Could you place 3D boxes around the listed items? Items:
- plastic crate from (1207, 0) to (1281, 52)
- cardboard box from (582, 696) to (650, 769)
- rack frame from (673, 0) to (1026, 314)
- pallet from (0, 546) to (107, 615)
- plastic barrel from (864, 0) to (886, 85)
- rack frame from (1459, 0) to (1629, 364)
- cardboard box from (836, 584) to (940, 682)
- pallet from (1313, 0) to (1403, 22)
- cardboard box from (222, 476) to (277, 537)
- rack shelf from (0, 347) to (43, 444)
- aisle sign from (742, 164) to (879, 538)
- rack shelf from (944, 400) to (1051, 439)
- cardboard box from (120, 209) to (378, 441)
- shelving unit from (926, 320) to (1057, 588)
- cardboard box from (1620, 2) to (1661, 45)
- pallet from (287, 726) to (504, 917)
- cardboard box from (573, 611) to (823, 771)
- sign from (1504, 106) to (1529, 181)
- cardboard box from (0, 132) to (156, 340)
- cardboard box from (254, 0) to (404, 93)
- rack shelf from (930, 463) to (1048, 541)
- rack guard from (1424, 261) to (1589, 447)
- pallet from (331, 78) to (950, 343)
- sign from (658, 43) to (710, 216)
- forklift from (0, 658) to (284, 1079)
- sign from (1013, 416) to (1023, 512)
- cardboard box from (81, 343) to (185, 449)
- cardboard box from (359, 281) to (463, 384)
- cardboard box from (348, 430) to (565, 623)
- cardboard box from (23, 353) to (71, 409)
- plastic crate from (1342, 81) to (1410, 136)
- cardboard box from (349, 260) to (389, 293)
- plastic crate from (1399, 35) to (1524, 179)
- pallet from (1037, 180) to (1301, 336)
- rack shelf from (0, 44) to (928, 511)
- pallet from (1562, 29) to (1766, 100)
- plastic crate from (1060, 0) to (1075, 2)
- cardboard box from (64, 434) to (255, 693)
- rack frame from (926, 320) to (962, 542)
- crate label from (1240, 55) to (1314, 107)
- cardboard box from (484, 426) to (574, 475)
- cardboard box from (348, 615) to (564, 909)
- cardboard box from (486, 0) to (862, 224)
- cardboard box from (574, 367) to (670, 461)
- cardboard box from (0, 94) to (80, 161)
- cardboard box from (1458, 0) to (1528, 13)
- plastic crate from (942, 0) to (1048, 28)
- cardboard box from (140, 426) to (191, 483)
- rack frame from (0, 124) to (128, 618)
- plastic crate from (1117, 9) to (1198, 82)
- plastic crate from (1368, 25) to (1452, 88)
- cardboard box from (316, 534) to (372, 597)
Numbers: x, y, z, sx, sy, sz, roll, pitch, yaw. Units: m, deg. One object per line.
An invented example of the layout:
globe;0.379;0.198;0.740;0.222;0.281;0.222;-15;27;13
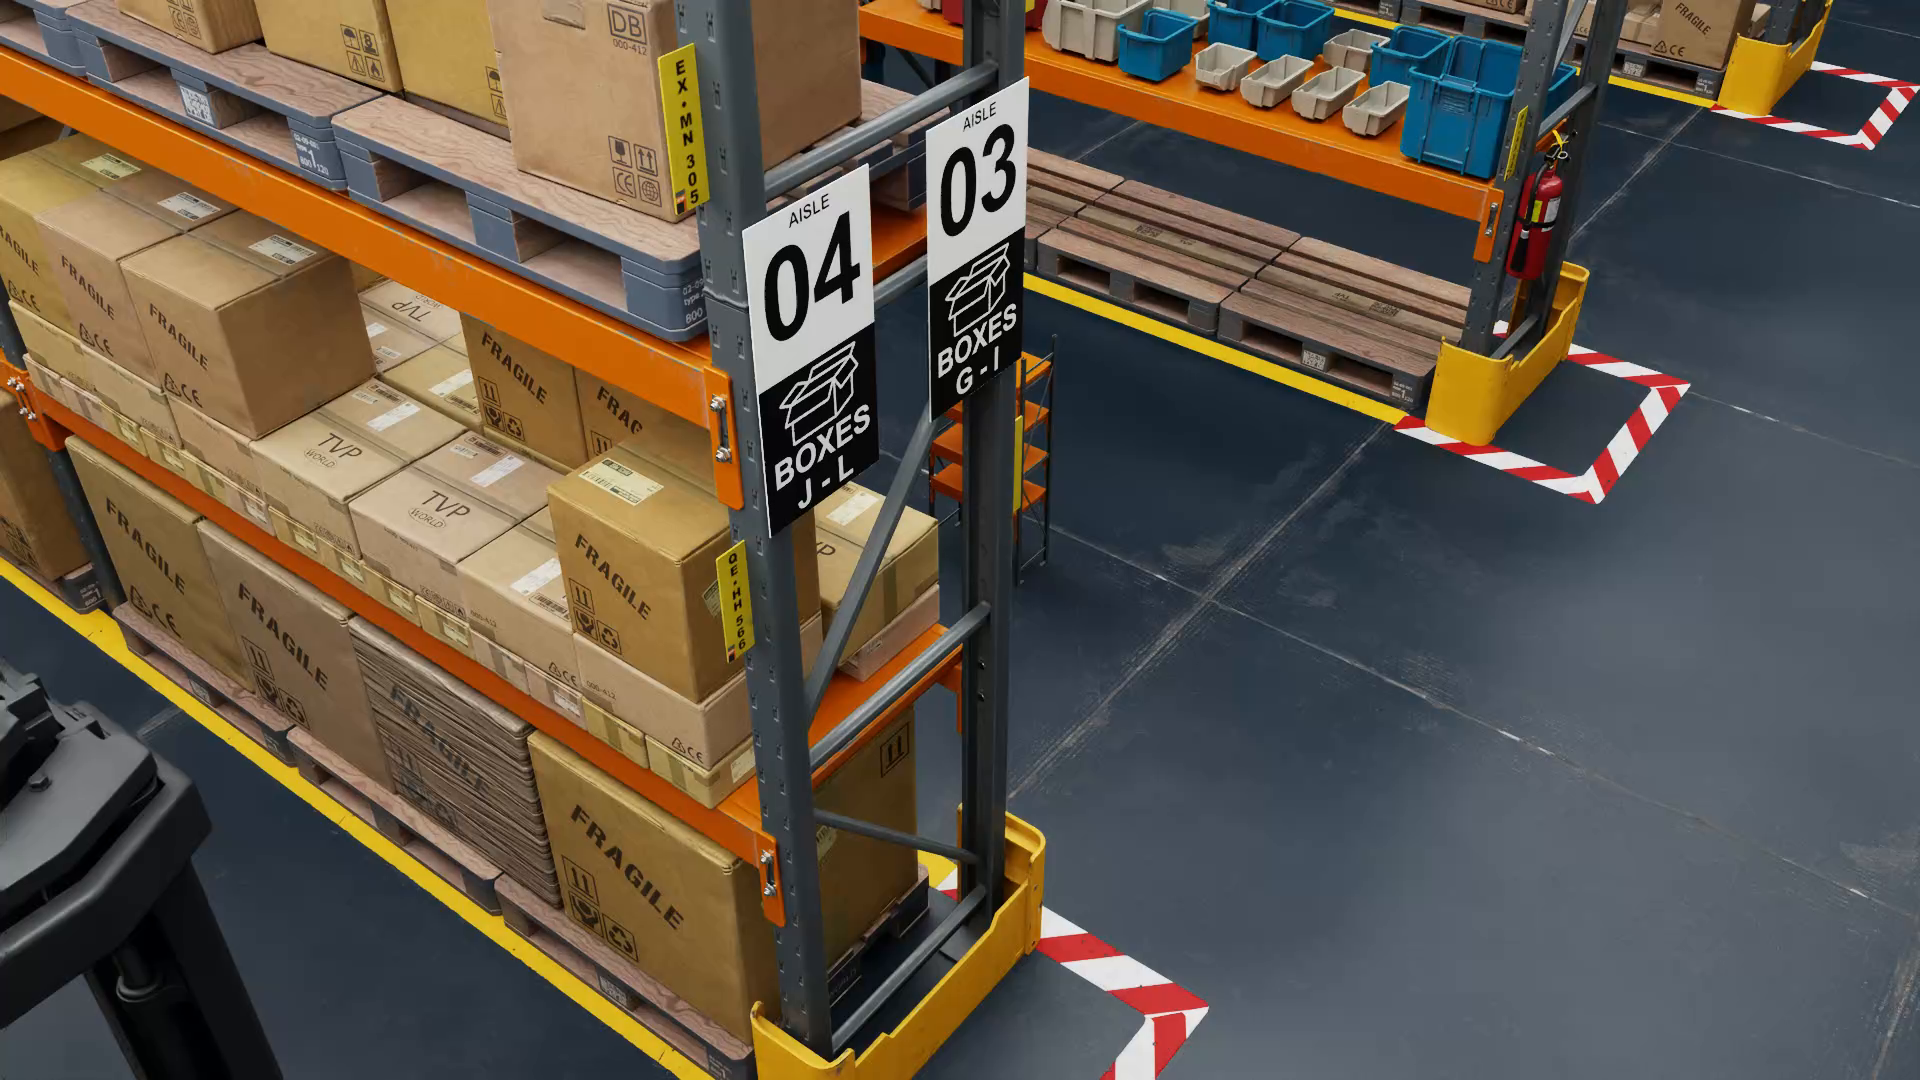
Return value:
plastic crate;1.534;-2.804;8.985;0.300;0.233;0.416;25;45;29
cardboard box;-0.885;0.468;4.922;0.250;0.149;0.380;26;45;29
rack frame;-0.195;-1.924;2.908;0.127;3.000;1.000;25;45;29
pallet;-4.031;-0.214;7.852;1.213;0.211;1.003;25;45;29
plastic barrel;-0.785;-3.036;10.557;0.708;0.901;0.600;25;45;29
rack frame;2.814;-1.987;7.855;0.127;3.000;1.000;25;45;29
cardboard box;-0.276;0.243;5.211;0.250;0.149;0.380;26;45;29
pallet;3.194;-4.553;13.395;1.213;0.211;1.003;25;45;29
cardboard box;-2.309;-0.202;5.779;0.250;0.149;0.380;26;45;29
rack shelf;-4.961;-1.526;7.849;4.000;0.370;1.077;25;45;29
aisle sign;-0.320;-0.412;3.734;0.004;0.787;0.394;25;45;29
rack shelf;0.131;-0.534;7.205;0.480;0.148;0.258;25;45;29
cardboard box;-2.344;-0.728;5.519;0.500;0.500;0.500;24;44;27
shelving unit;0.131;-0.410;7.301;0.503;1.200;0.258;25;45;29
cardboard box;4.978;-3.748;12.045;0.250;0.166;0.380;25;45;29
pallet;-1.842;0.818;6.534;1.213;0.211;1.003;25;45;29
cardboard box;-0.741;0.329;4.778;0.500;0.250;0.500;25;44;28
sign;2.493;-1.776;7.453;0.005;0.325;0.100;25;45;29
cardboard box;-3.147;-1.109;6.005;0.500;0.500;0.500;25;45;29
cardboard box;-1.454;-1.595;4.418;0.500;0.500;0.700;22;43;26
rack shelf;0.131;-0.201;7.465;0.480;0.148;0.258;25;45;29
rack guard;2.841;-1.000;8.622;0.348;0.500;1.175;25;45;29
pallet;-0.791;-0.981;4.208;1.213;0.211;1.003;25;45;29
sign;-0.536;-0.800;3.251;0.005;0.325;0.100;25;45;29
forklift;-2.119;1.392;3.594;3.031;2.935;1.130;24;44;28
sign;0.147;-0.203;4.810;0.005;0.325;0.100;25;45;29
cardboard box;-2.766;-0.625;5.995;0.500;0.250;0.500;25;44;28
cardboard box;-2.044;-0.697;6.088;0.500;0.250;0.500;26;45;29
cardboard box;-1.548;-0.052;5.264;0.500;0.250;0.500;24;44;27
cardboard box;-3.339;-0.687;6.398;0.250;0.149;0.380;25;45;29
plastic crate;2.056;-2.124;8.194;0.243;0.136;0.396;25;45;29
cardboard box;-2.449;-1.182;6.099;0.500;0.500;0.500;26;45;29
plastic crate;2.435;-2.059;7.869;0.499;0.435;0.616;25;45;29
pallet;1.218;-1.674;9.717;1.213;0.211;1.003;25;45;29
rack shelf;-1.784;-1.209;5.011;4.000;0.370;1.077;25;45;29
pallet;5.132;-3.640;12.228;1.213;0.211;1.003;25;45;29
plastic crate;0.689;-3.113;9.467;0.590;0.125;0.437;25;45;29
cardboard box;-2.897;-0.102;6.830;0.875;0.875;0.875;25;45;29
rack frame;-0.062;-0.502;7.418;0.015;1.200;0.240;25;45;29
crate label;1.599;-2.332;8.460;0.243;0.136;0.396;25;45;29
cardboard box;-1.226;-0.313;5.597;0.500;0.250;0.500;24;44;27
cardboard box;-1.475;0.568;5.974;0.875;0.875;0.875;25;45;29
cardboard box;-0.641;-1.155;3.857;0.500;0.500;0.700;23;43;26
cardboard box;-0.809;-0.414;5.118;0.500;0.500;0.500;24;44;28
cardboard box;-3.884;-1.729;6.631;0.637;0.503;0.797;24;44;27
cardboard box;4.145;-4.398;12.603;0.637;0.503;0.797;25;45;29
plastic crate;0.194;-3.077;9.146;0.583;0.464;0.402;25;45;29
cardboard box;-2.711;-0.393;6.022;0.250;0.149;0.380;24;44;27
rack frame;-3.372;-1.060;6.671;0.127;3.000;1.000;25;45;29
plastic crate;1.027;-2.588;8.710;0.300;0.233;0.416;25;45;29
plastic crate;2.295;-2.445;8.527;0.300;0.233;0.416;25;45;29
cardboard box;-1.892;-0.008;5.530;0.250;0.149;0.380;26;45;29
